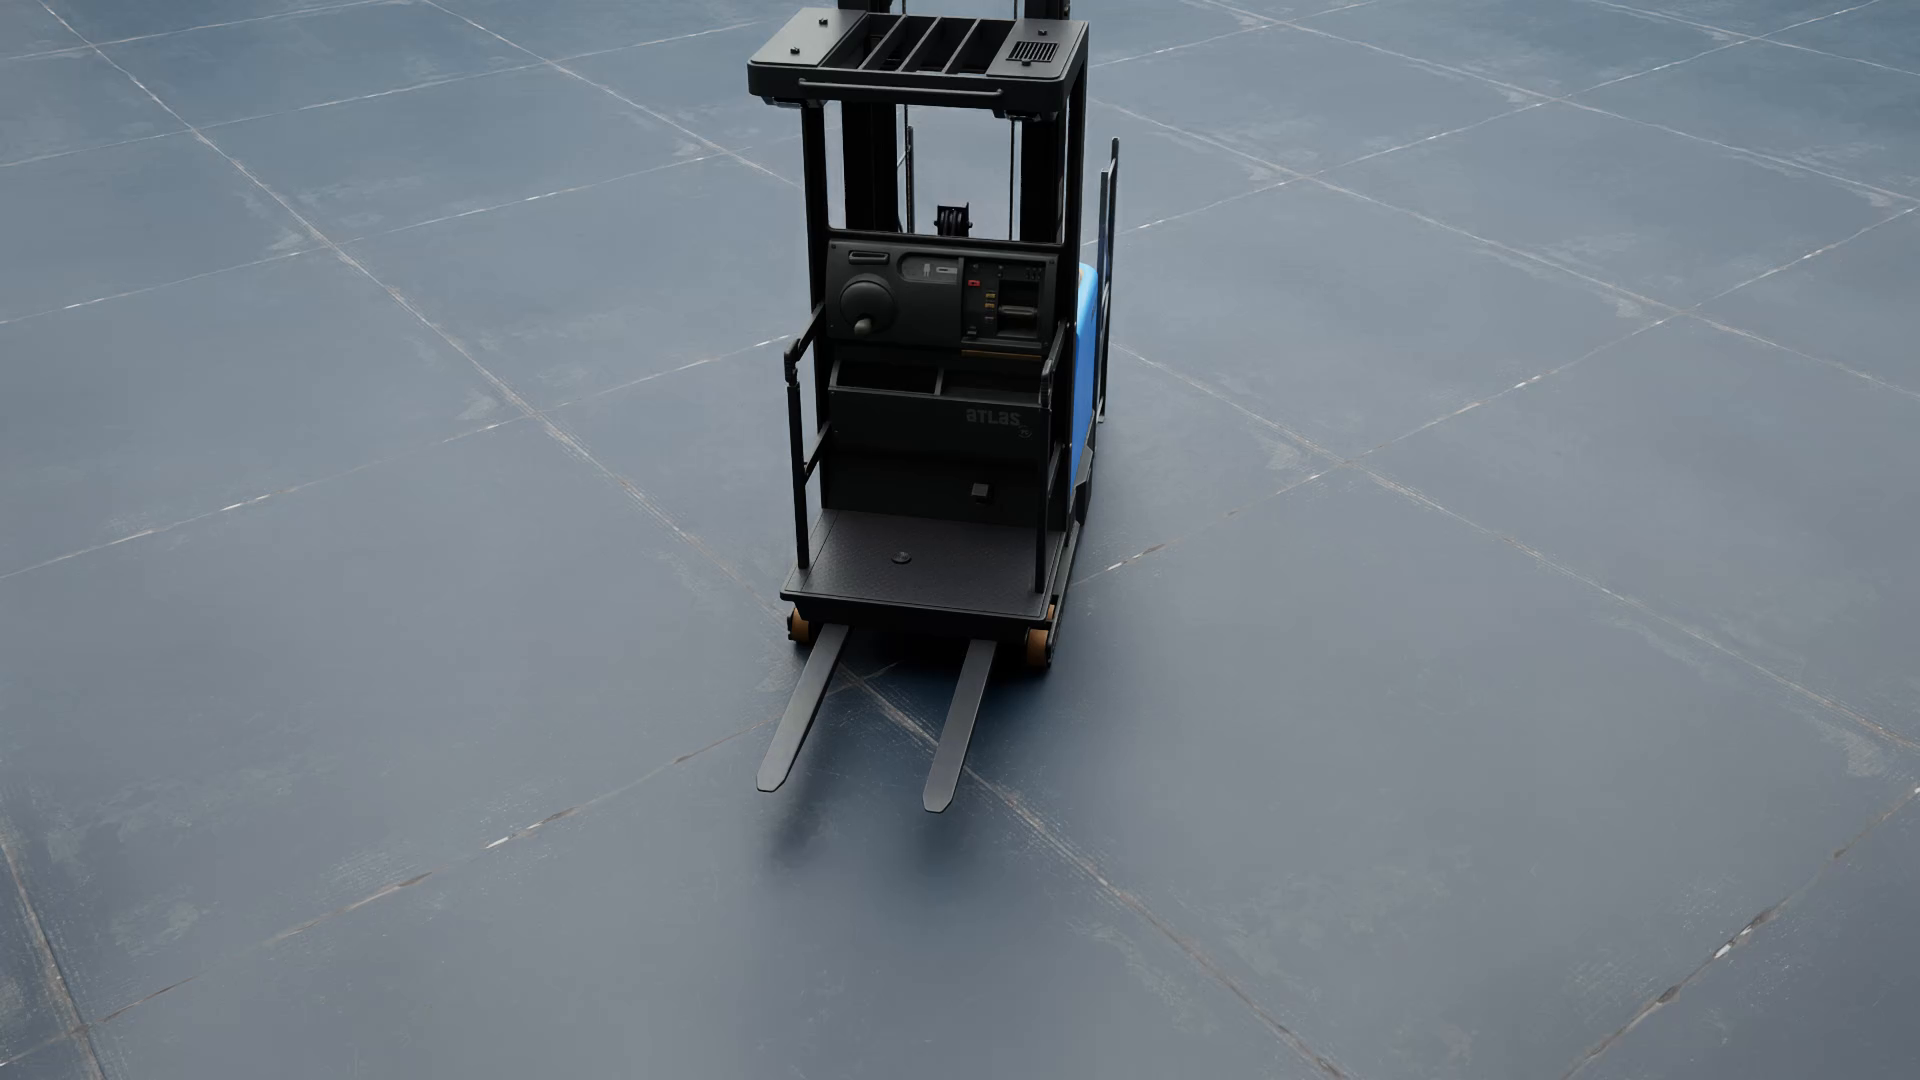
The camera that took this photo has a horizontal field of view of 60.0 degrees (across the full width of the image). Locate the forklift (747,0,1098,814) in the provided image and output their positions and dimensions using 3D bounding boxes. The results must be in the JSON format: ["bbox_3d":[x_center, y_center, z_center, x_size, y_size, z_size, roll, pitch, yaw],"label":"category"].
[{"bbox_3d":[-0.114,-0.922,6.457,1.130,2.935,3.031,6,32,9],"label":"forklift"}]

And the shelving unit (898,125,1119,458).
[{"bbox_3d":[0.209,-1.231,8.310,1.048,1.500,0.538,6,32,9],"label":"shelving unit"}]

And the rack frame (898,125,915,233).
[{"bbox_3d":[-0.290,-1.280,8.390,0.032,1.500,0.500,6,32,9],"label":"rack frame"}]

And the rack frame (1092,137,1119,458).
[{"bbox_3d":[0.709,-1.181,8.230,0.032,1.500,0.500,6,32,9],"label":"rack frame"}]

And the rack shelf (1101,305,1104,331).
[{"bbox_3d":[0.209,-1.078,8.405,1.000,0.185,0.538,6,32,9],"label":"rack shelf"}]
